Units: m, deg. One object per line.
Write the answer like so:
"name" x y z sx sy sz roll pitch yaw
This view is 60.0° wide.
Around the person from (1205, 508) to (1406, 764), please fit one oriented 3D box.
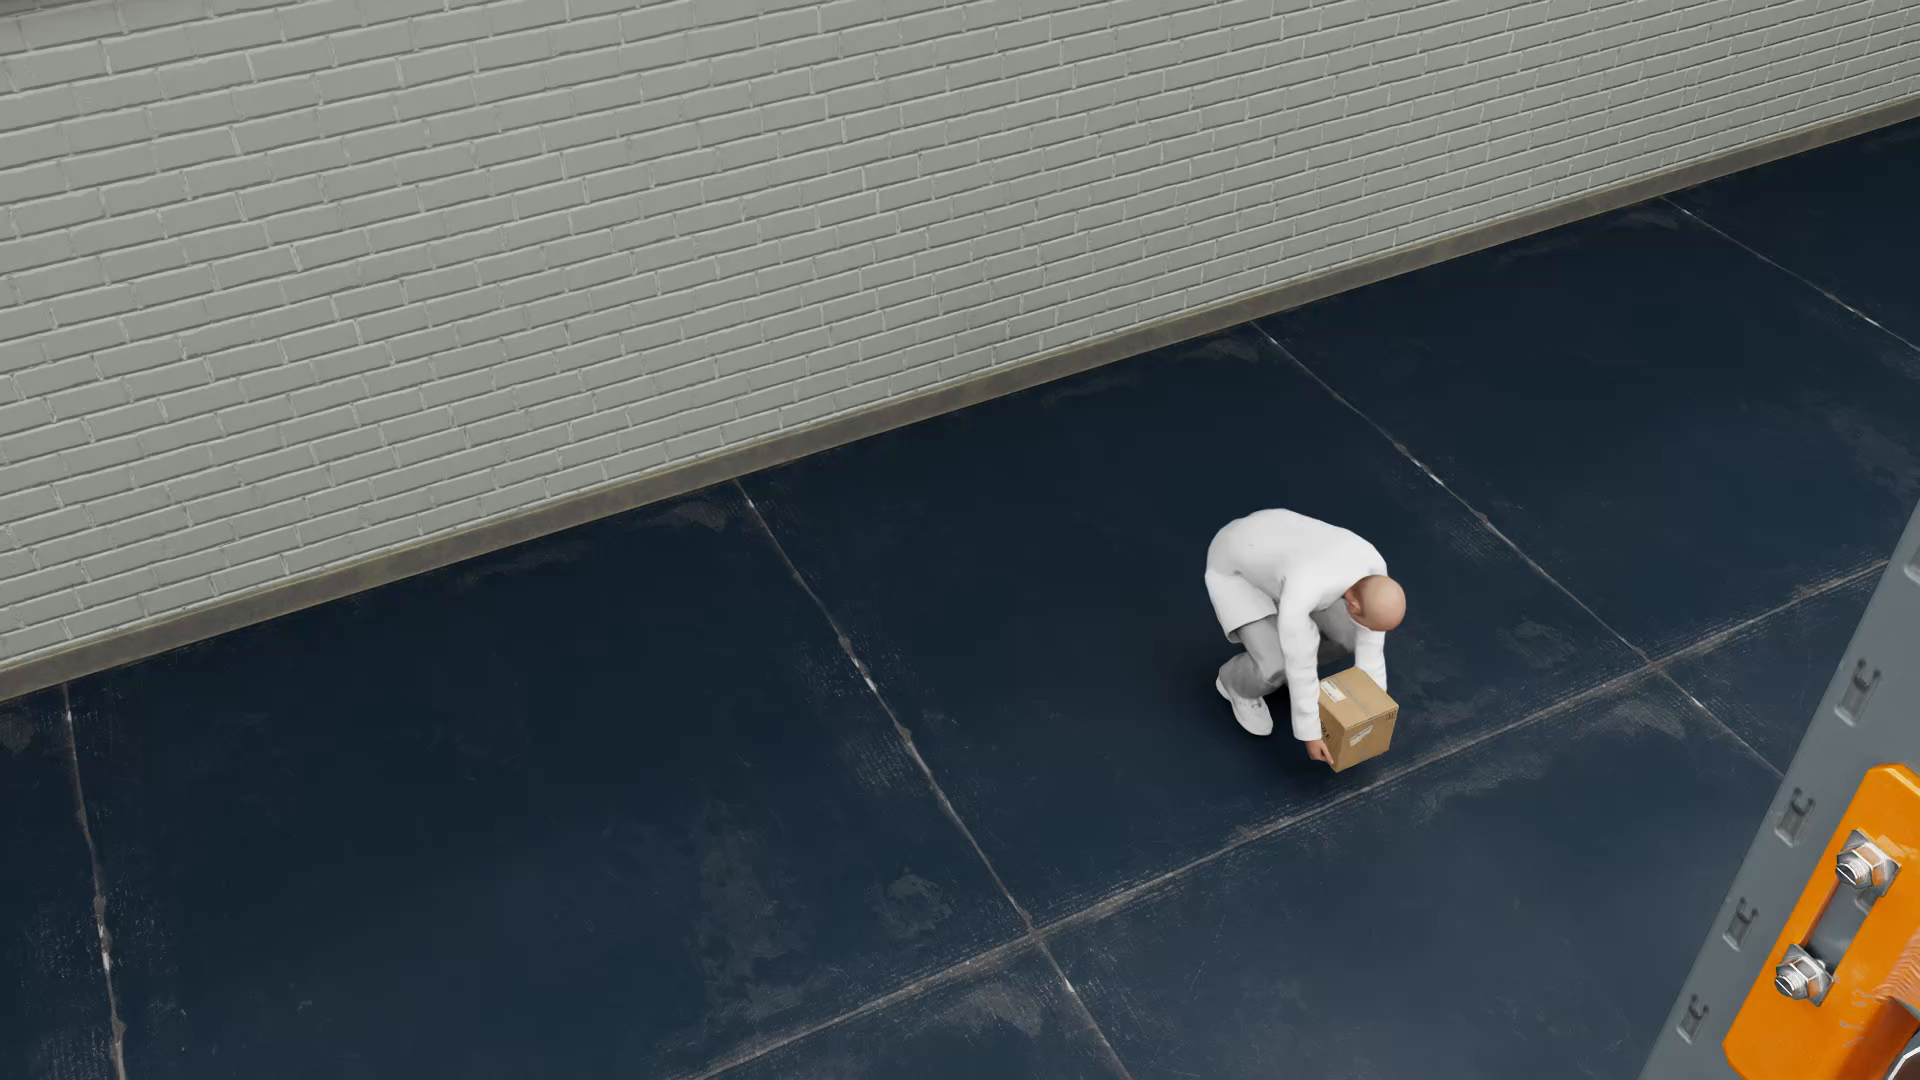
"person" 1.330 0.340 6.504 0.587 1.003 0.940 -20 45 -22
